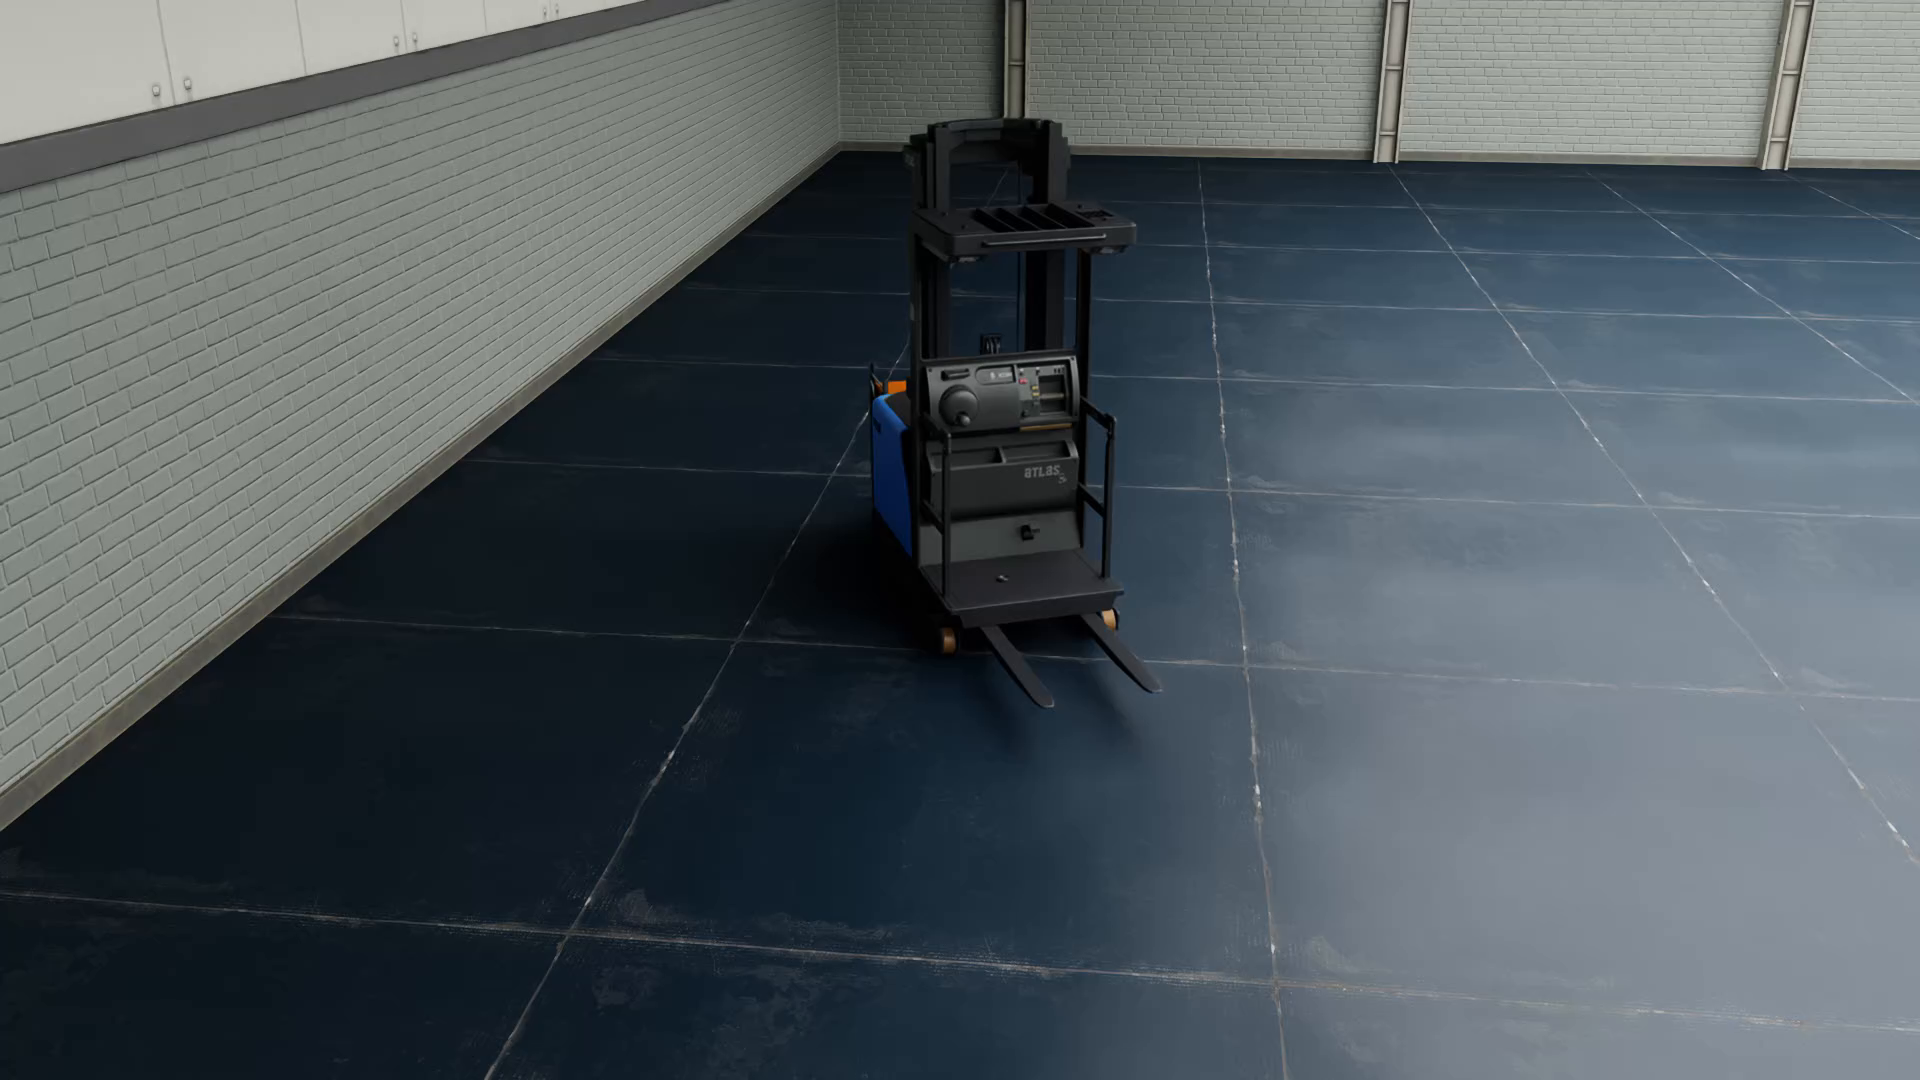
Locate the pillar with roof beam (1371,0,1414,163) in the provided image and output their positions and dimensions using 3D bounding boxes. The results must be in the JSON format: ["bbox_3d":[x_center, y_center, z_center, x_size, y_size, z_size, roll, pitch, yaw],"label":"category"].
[{"bbox_3d":[6.383,-8.758,21.354,0.400,9.000,9.100,2,22,6],"label":"pillar with roof beam"}]

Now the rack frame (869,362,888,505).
[{"bbox_3d":[-0.554,-0.617,11.469,0.032,1.125,0.500,-5,22,-13],"label":"rack frame"}]

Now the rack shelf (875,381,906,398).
[{"bbox_3d":[-0.062,-0.936,11.481,1.000,0.278,0.538,-5,22,-13],"label":"rack shelf"}]

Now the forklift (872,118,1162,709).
[{"bbox_3d":[0.318,-0.853,9.610,1.130,2.935,3.031,-6,22,-15],"label":"forklift"}]

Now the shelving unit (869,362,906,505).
[{"bbox_3d":[-0.062,-0.664,11.588,1.048,1.125,0.538,-5,22,-13],"label":"shelving unit"}]

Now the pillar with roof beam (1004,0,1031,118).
[{"bbox_3d":[0.425,-9.018,22.010,0.400,9.000,9.100,2,22,6],"label":"pillar with roof beam"}]

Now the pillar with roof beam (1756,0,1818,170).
[{"bbox_3d":[12.341,-8.499,20.697,0.400,9.000,9.100,2,22,6],"label":"pillar with roof beam"}]
